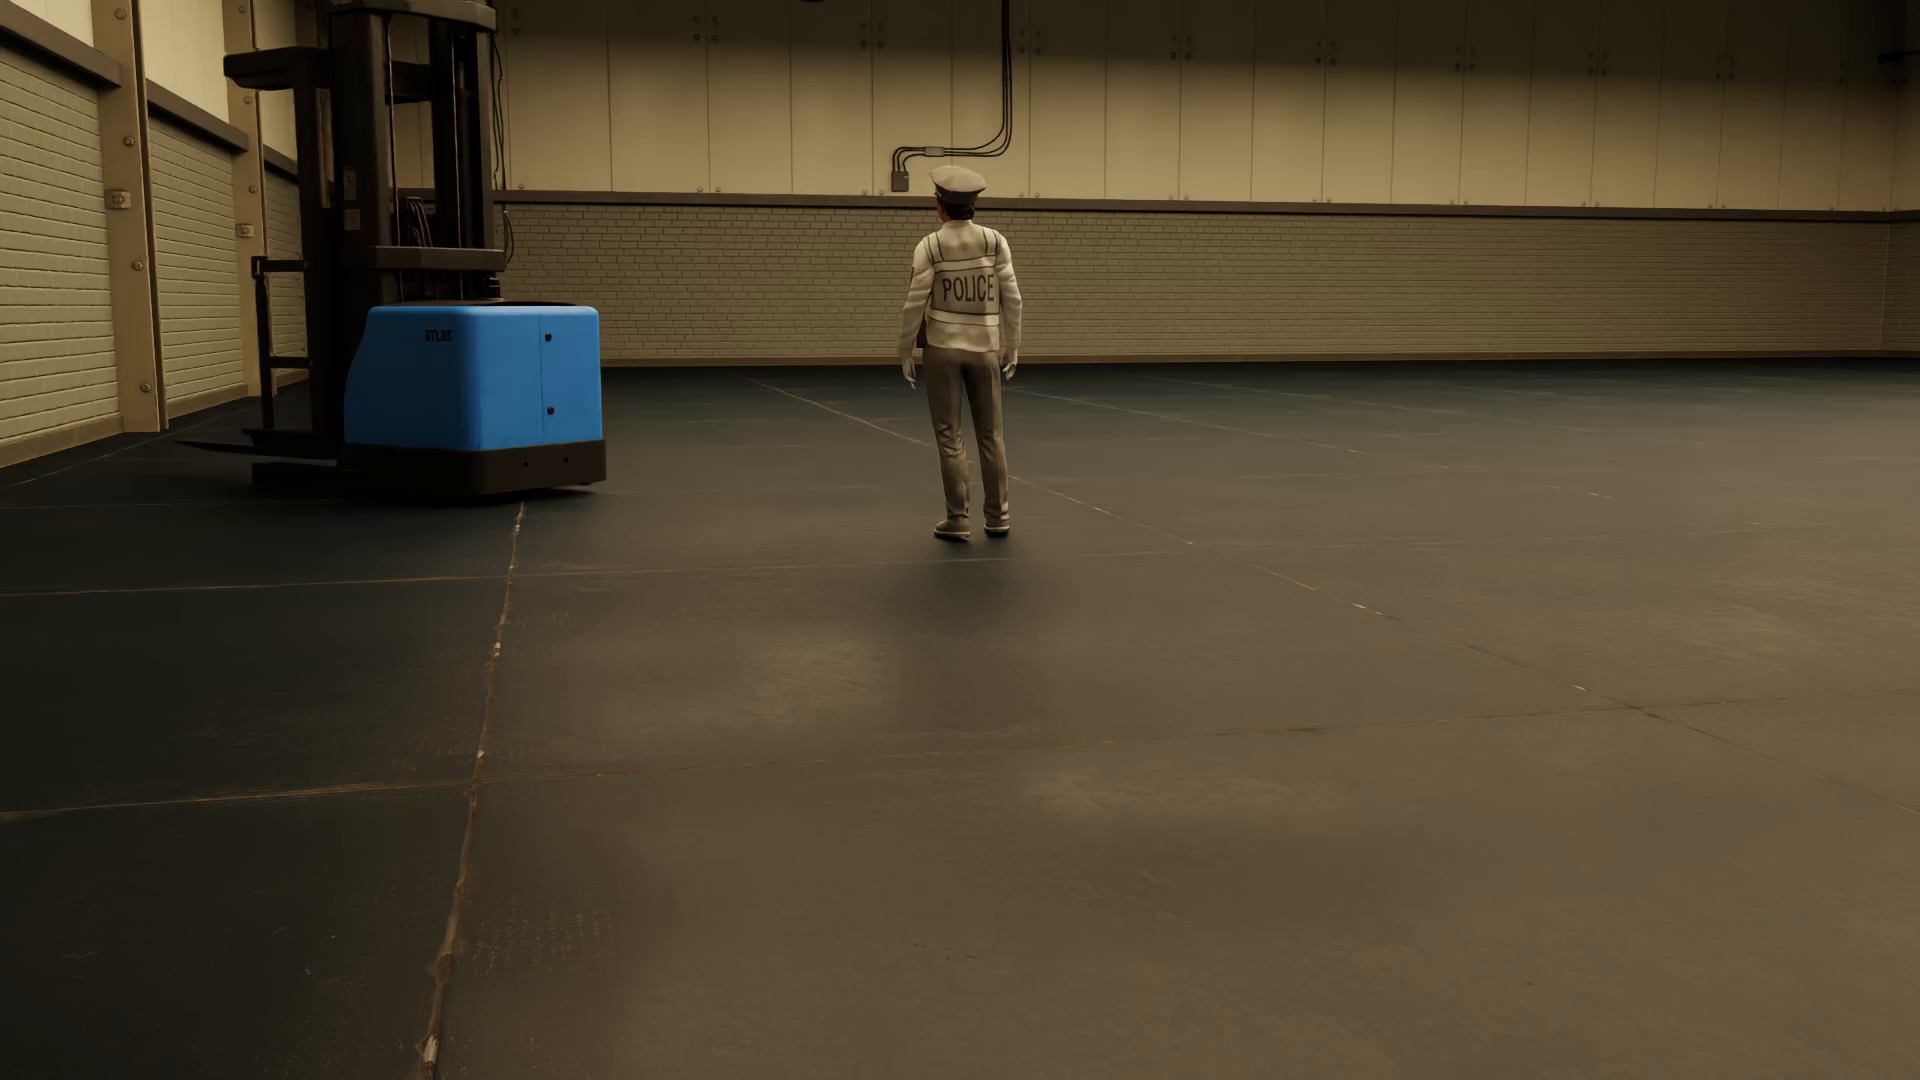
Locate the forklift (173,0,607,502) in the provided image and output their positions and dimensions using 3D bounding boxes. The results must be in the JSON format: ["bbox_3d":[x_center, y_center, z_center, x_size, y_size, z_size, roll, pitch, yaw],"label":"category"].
[{"bbox_3d":[-3.573,-1.786,9.894,3.031,2.935,1.130,5,9,33],"label":"forklift"}]

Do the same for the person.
[{"bbox_3d":[-0.009,-0.856,7.656,0.586,1.694,0.531,-2,8,-13],"label":"person"}]
